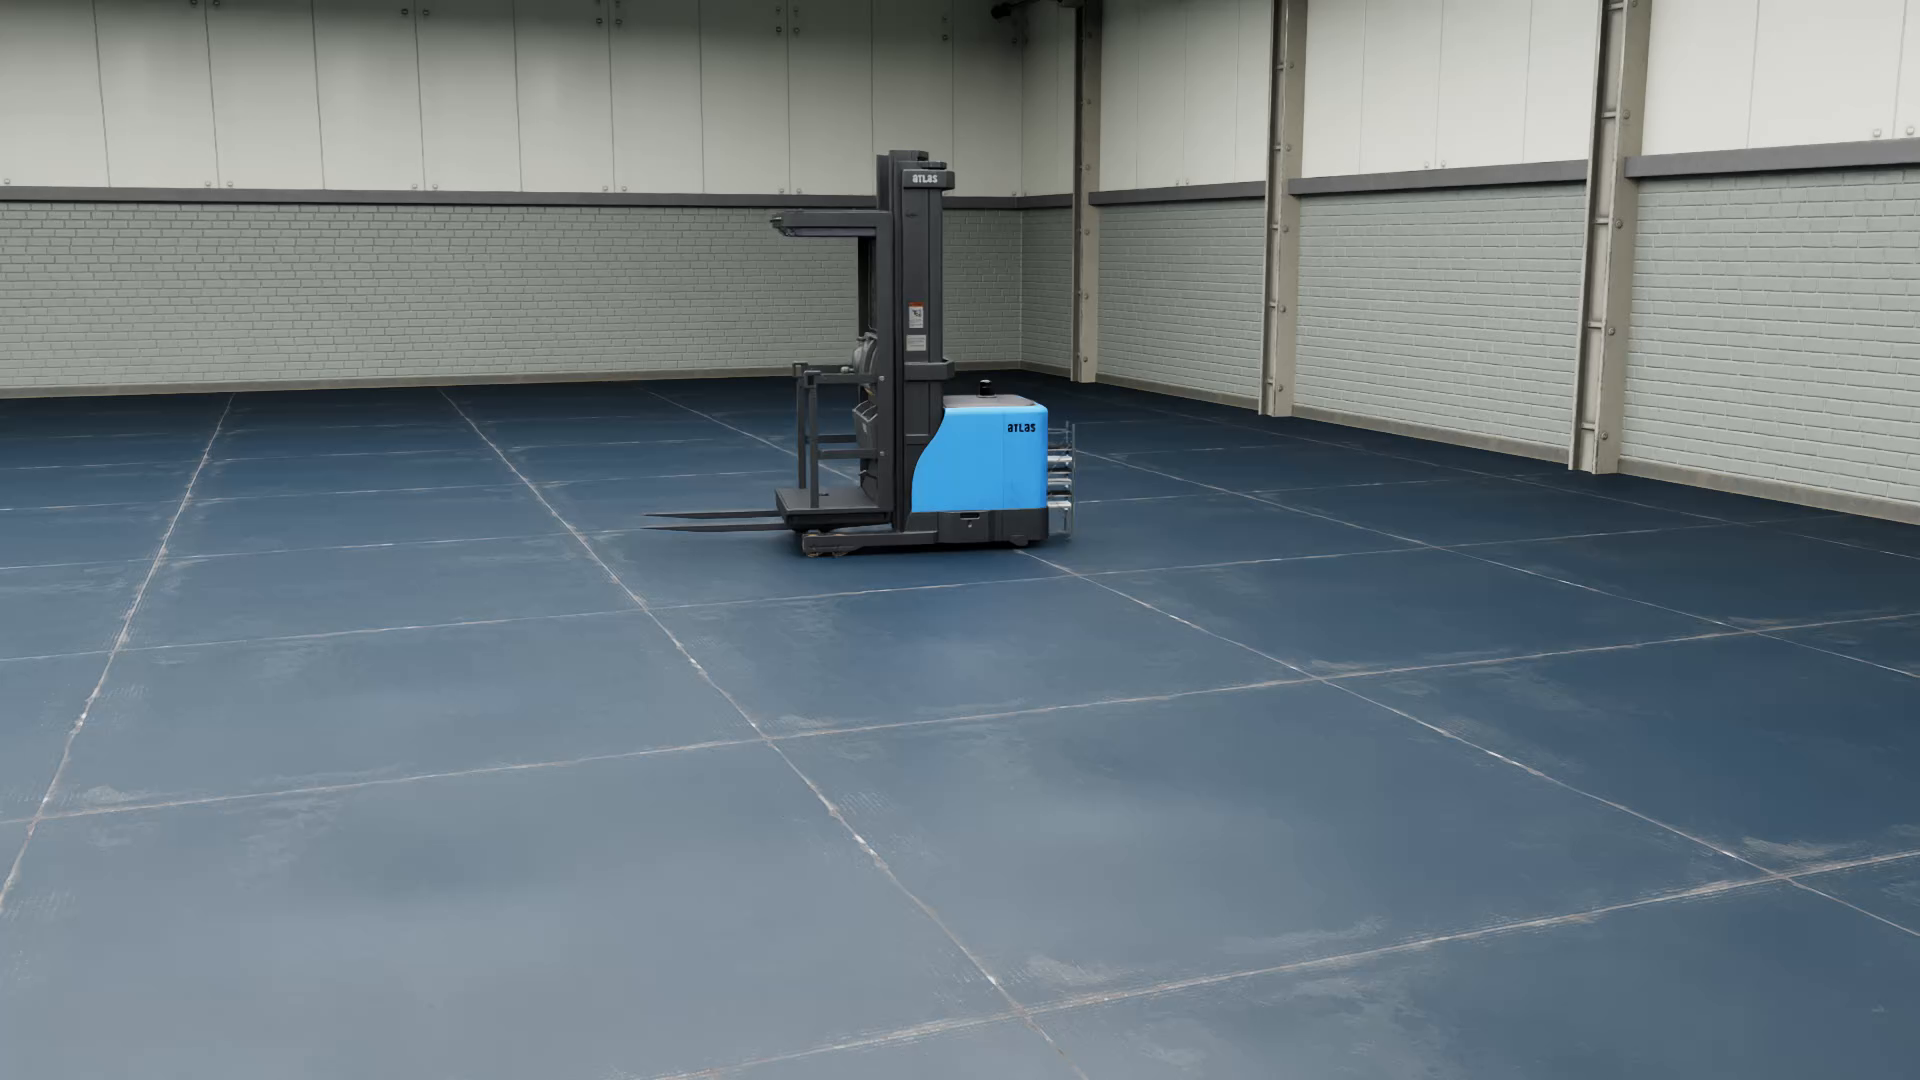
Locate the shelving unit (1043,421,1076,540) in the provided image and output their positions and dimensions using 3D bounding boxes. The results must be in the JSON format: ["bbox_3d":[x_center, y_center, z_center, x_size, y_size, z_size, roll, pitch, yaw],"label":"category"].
[{"bbox_3d":[0.748,-0.465,12.963,0.258,0.900,0.210,-2,10,-10],"label":"shelving unit"}]

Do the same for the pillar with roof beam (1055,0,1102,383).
[{"bbox_3d":[-1.938,-6.816,25.544,9.100,9.000,0.548,-4,11,-21],"label":"pillar with roof beam"}]

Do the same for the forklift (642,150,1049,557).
[{"bbox_3d":[-0.895,-1.419,12.527,3.031,2.935,1.130,-2,10,-10],"label":"forklift"}]

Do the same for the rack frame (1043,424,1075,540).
[{"bbox_3d":[0.767,-0.448,12.865,0.240,0.900,0.006,-2,10,-10],"label":"rack frame"}]

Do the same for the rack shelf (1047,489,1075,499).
[{"bbox_3d":[0.748,-0.344,12.984,0.258,0.077,0.200,-2,10,-10],"label":"rack shelf"}]

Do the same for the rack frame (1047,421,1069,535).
[{"bbox_3d":[0.730,-0.483,13.061,0.240,0.900,0.006,-2,10,-10],"label":"rack frame"}]

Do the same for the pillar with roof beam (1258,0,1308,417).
[{"bbox_3d":[0.236,-5.837,20.038,9.100,9.000,0.400,-4,11,-21],"label":"pillar with roof beam"}]

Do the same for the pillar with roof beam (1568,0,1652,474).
[{"bbox_3d":[2.410,-4.857,14.533,9.100,9.000,0.400,-4,11,-21],"label":"pillar with roof beam"}]

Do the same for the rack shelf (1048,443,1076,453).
[{"bbox_3d":[0.749,-0.698,12.922,0.258,0.077,0.200,-2,10,-10],"label":"rack shelf"}]

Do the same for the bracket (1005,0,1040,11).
[{"bbox_3d":[0.948,-9.197,28.652,0.076,0.066,3.189,-4,11,-21],"label":"bracket"}]

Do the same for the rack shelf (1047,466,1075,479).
[{"bbox_3d":[0.748,-0.521,12.953,0.258,0.077,0.200,-2,10,-10],"label":"rack shelf"}]

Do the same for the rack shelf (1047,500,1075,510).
[{"bbox_3d":[0.747,-0.255,13.000,0.258,0.077,0.200,-2,10,-10],"label":"rack shelf"}]

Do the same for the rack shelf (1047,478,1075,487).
[{"bbox_3d":[0.748,-0.432,12.969,0.258,0.077,0.200,-2,10,-10],"label":"rack shelf"}]

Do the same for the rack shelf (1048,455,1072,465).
[{"bbox_3d":[0.749,-0.610,12.937,0.258,0.077,0.200,-2,10,-10],"label":"rack shelf"}]

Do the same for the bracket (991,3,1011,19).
[{"bbox_3d":[0.734,-9.294,29.194,0.235,0.232,0.430,-4,11,-21],"label":"bracket"}]
